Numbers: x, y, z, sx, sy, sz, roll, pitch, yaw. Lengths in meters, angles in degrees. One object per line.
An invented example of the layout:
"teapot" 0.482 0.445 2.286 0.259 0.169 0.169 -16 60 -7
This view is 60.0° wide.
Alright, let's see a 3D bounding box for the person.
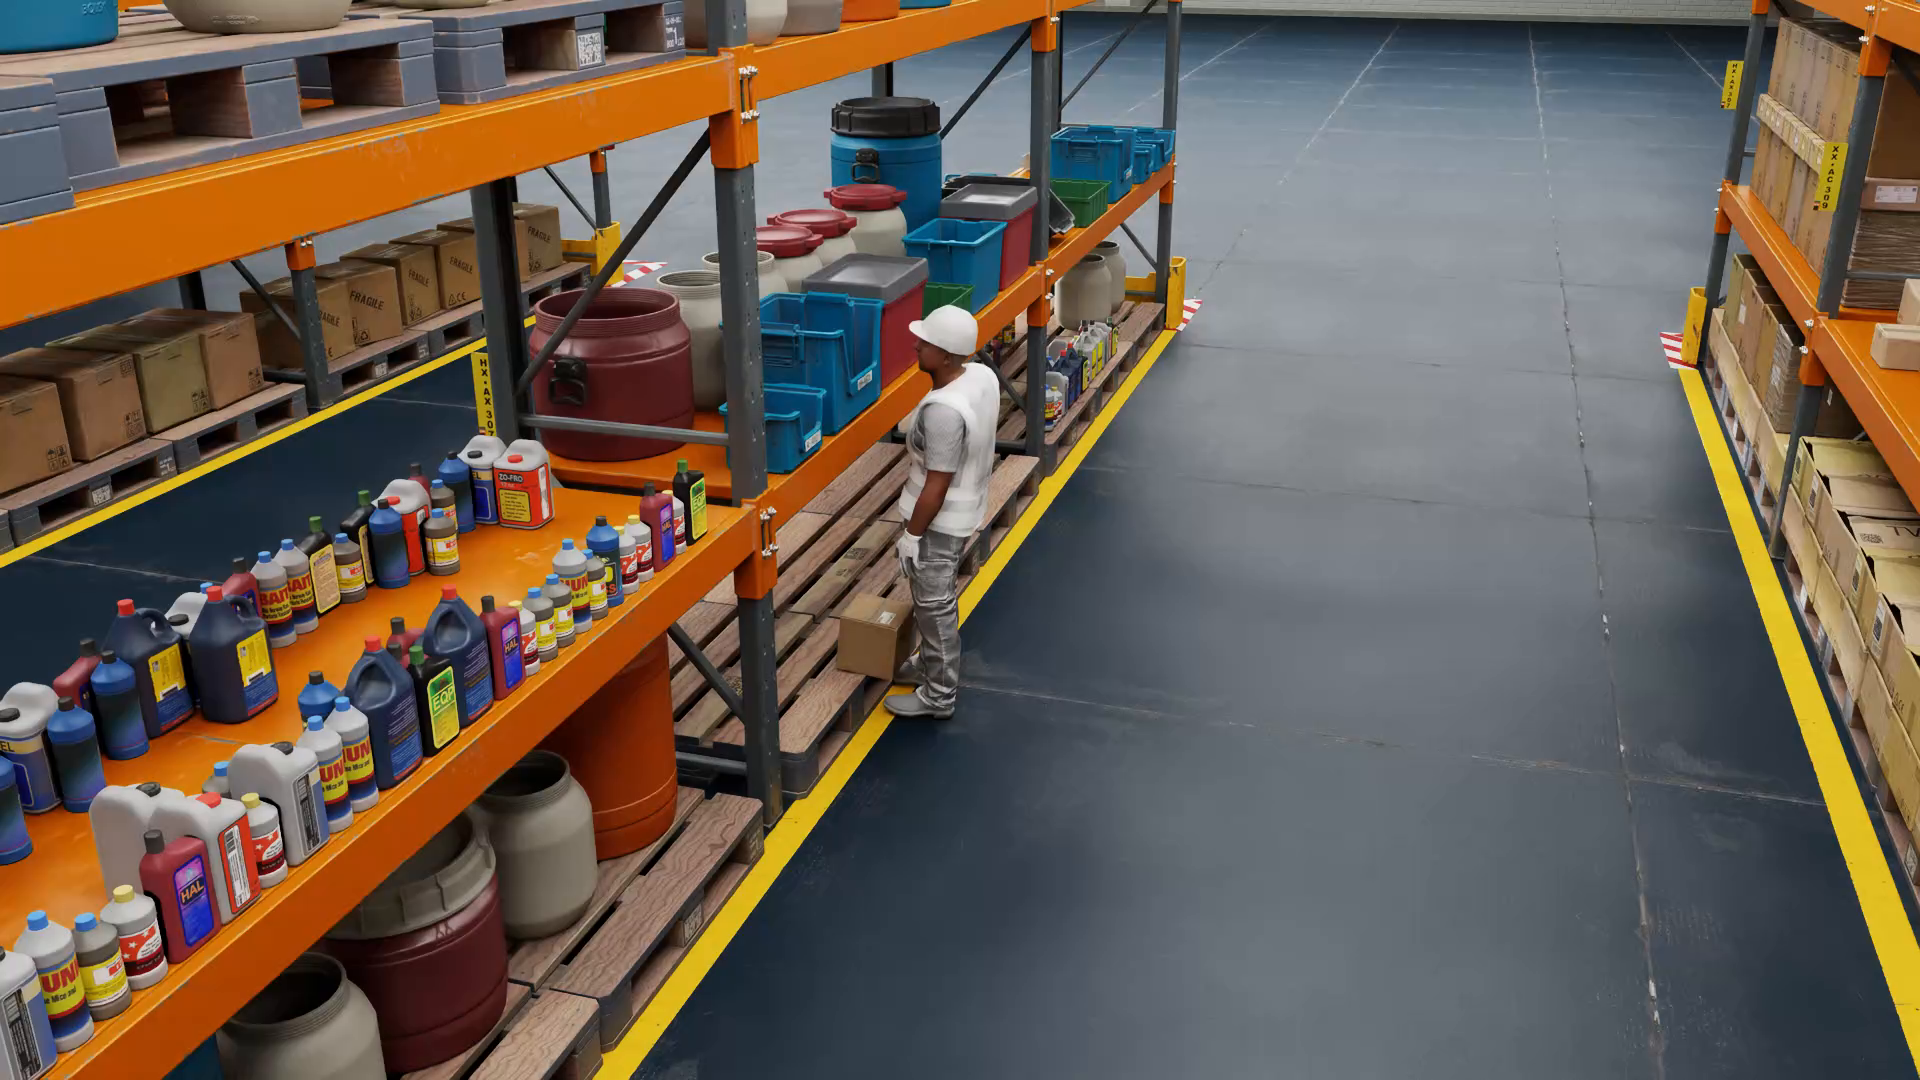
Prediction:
"person" -0.147 -0.104 6.797 0.577 1.783 0.657 6 23 15
